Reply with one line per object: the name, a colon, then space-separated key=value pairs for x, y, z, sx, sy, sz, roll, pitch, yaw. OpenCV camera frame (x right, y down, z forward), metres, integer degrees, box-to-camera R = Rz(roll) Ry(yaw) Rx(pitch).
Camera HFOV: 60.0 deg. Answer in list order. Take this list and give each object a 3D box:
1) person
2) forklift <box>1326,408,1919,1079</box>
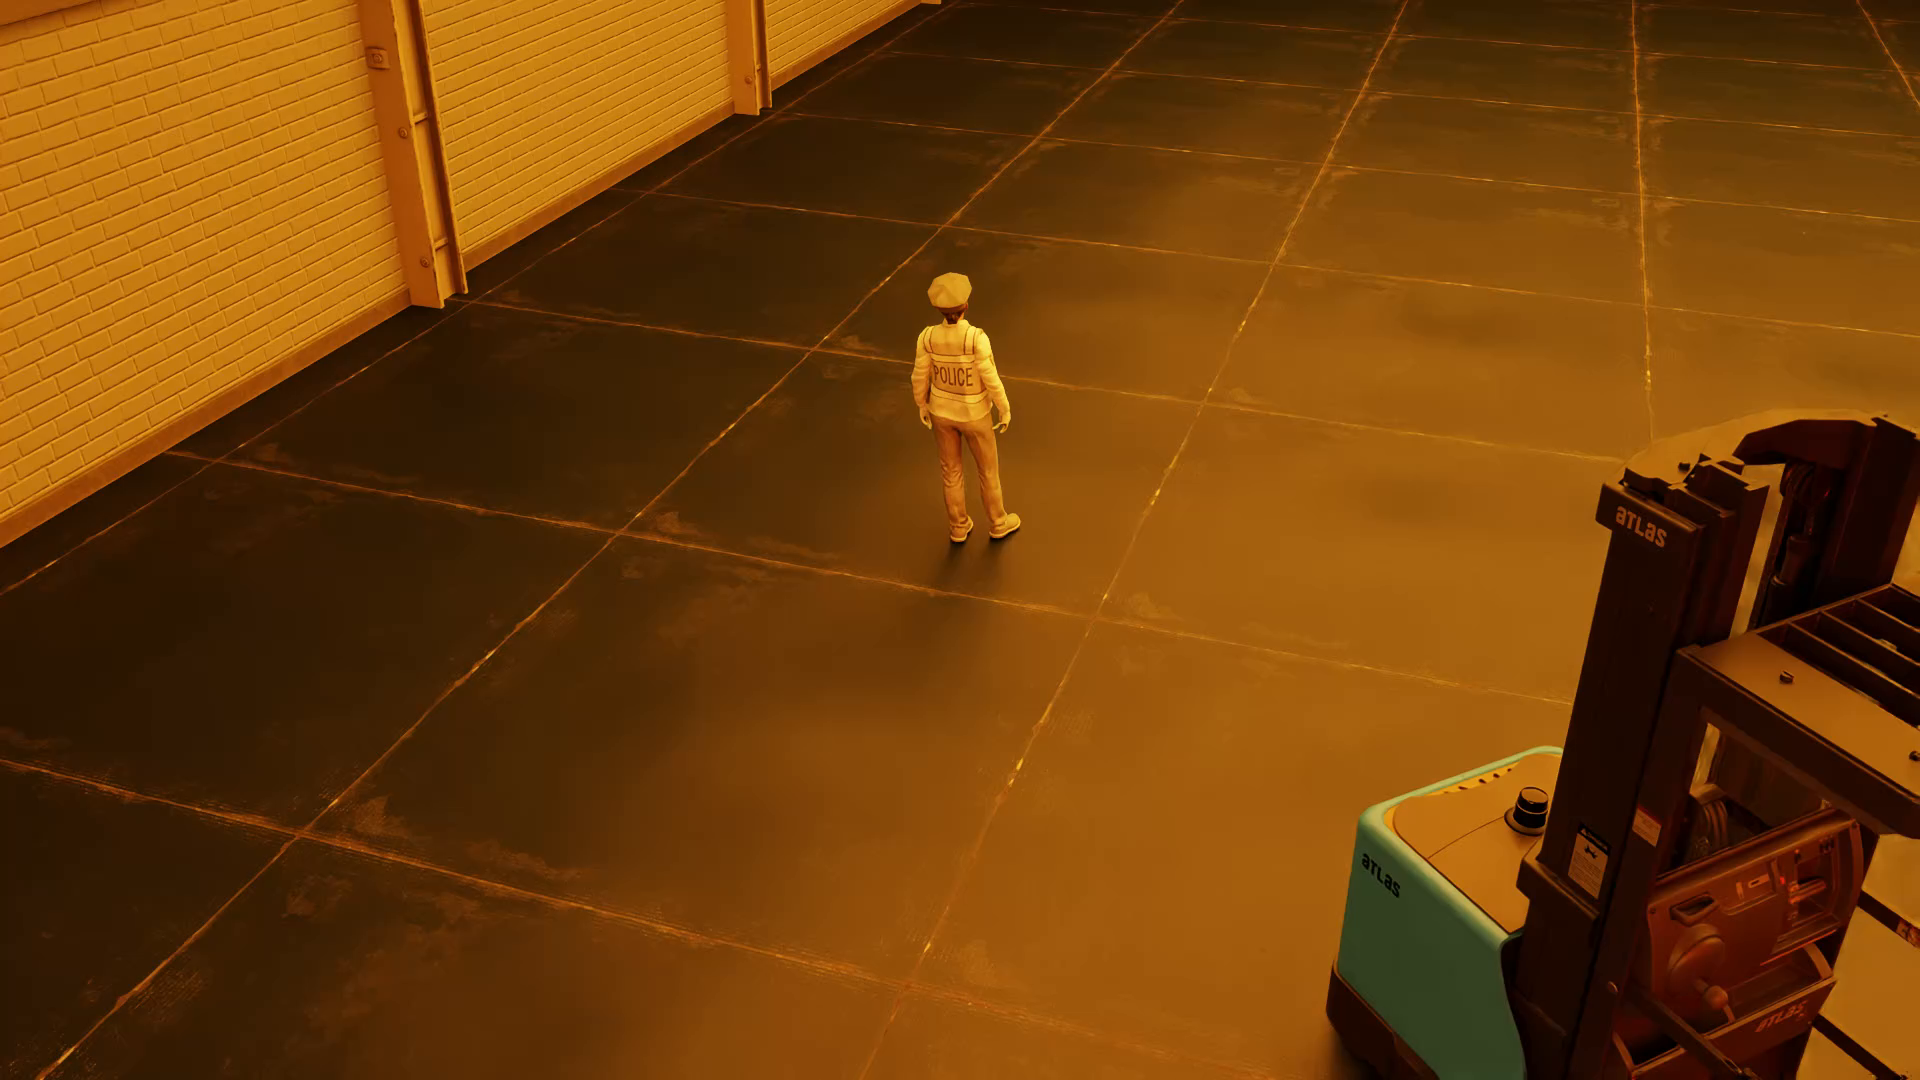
person: x=0.028 y=-0.773 z=9.727 sx=0.588 sy=1.695 sz=0.531 roll=10 pitch=31 yaw=16
forklift: x=2.575 y=1.207 z=5.019 sx=1.130 sy=2.935 sz=3.031 roll=-14 pitch=33 yaw=-23
